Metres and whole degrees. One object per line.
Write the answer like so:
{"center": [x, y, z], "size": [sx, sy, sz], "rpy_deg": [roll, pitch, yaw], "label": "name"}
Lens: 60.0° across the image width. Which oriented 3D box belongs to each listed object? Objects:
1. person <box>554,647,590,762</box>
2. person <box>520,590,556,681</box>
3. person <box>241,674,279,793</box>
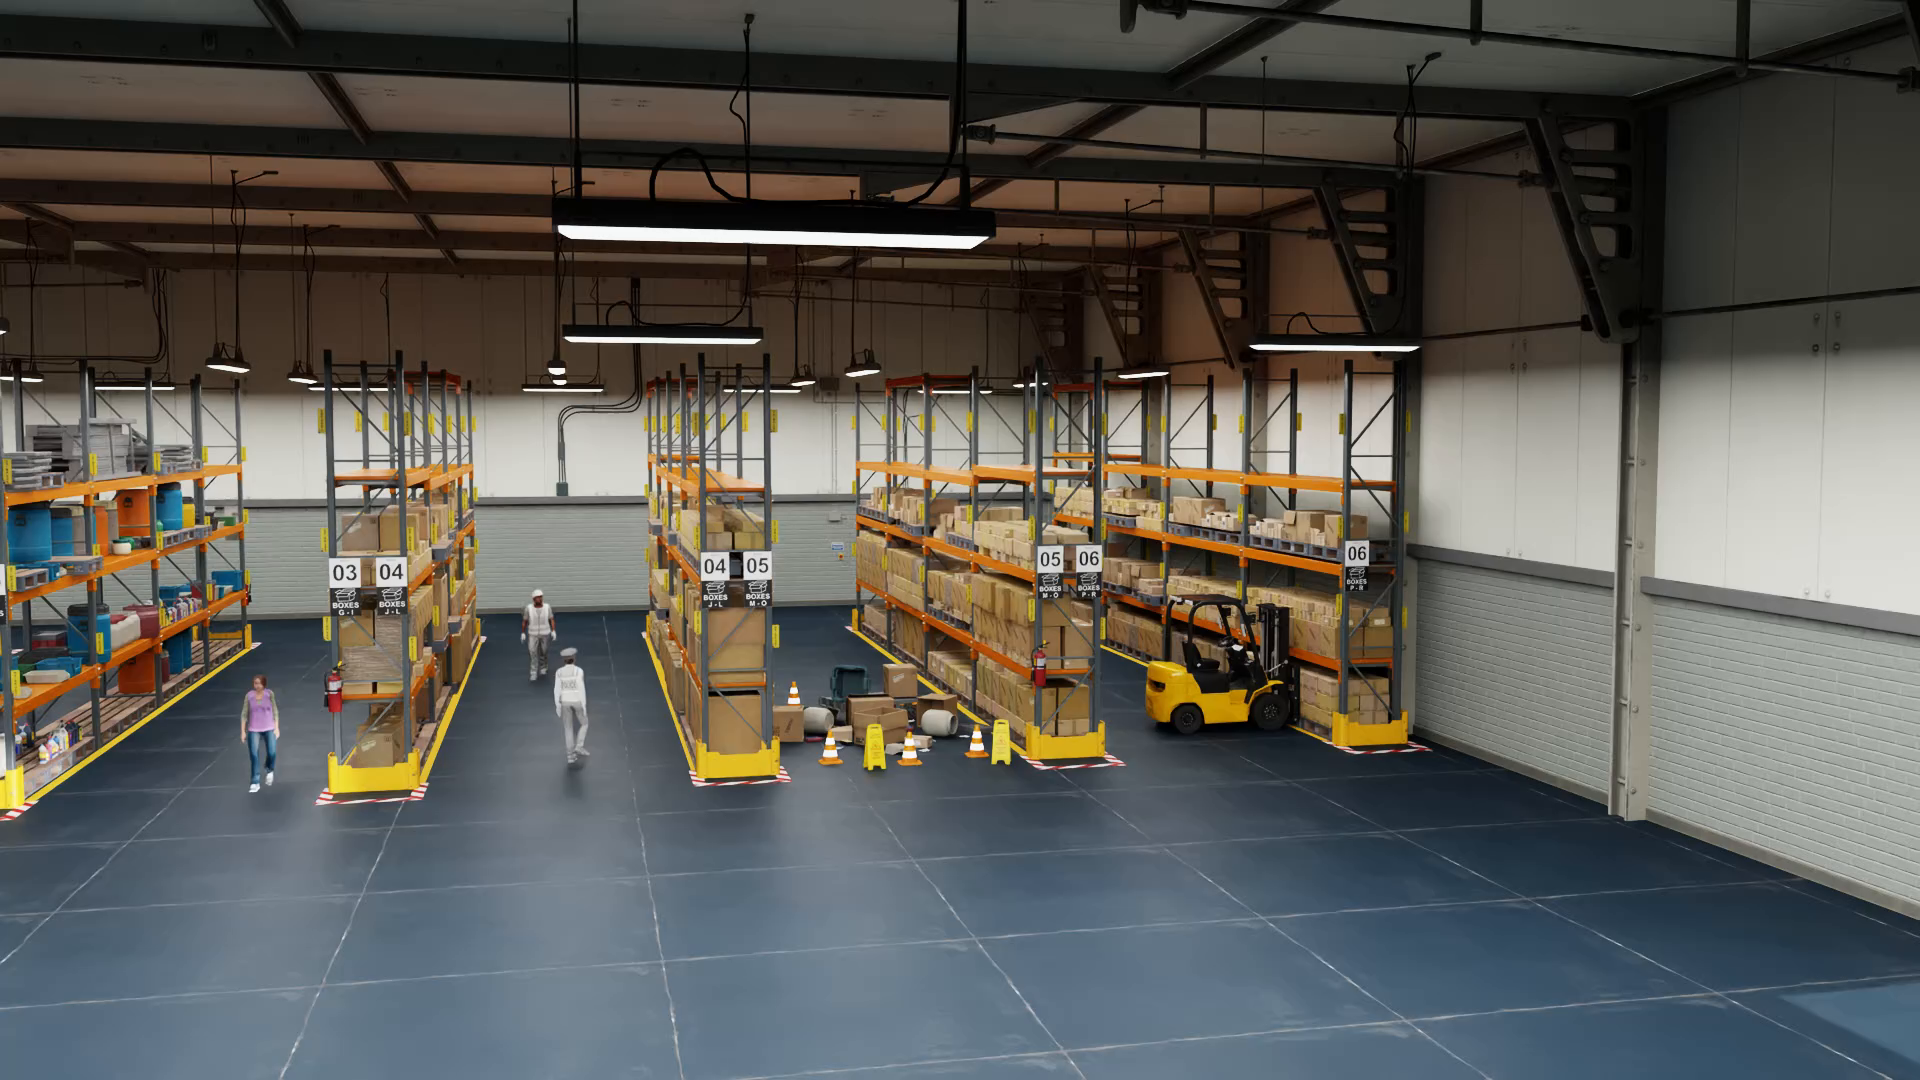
{"center": [-5.762, 2.444, 24.674], "size": [0.523, 1.671, 0.441], "rpy_deg": [0, 4, -3], "label": "person"}
{"center": [-8.272, 1.841, 32.599], "size": [0.690, 1.720, 1.039], "rpy_deg": [-1, 4, -12], "label": "person"}
{"center": [-9.566, 2.619, 22.734], "size": [0.482, 1.603, 0.514], "rpy_deg": [-1, 4, -18], "label": "person"}
